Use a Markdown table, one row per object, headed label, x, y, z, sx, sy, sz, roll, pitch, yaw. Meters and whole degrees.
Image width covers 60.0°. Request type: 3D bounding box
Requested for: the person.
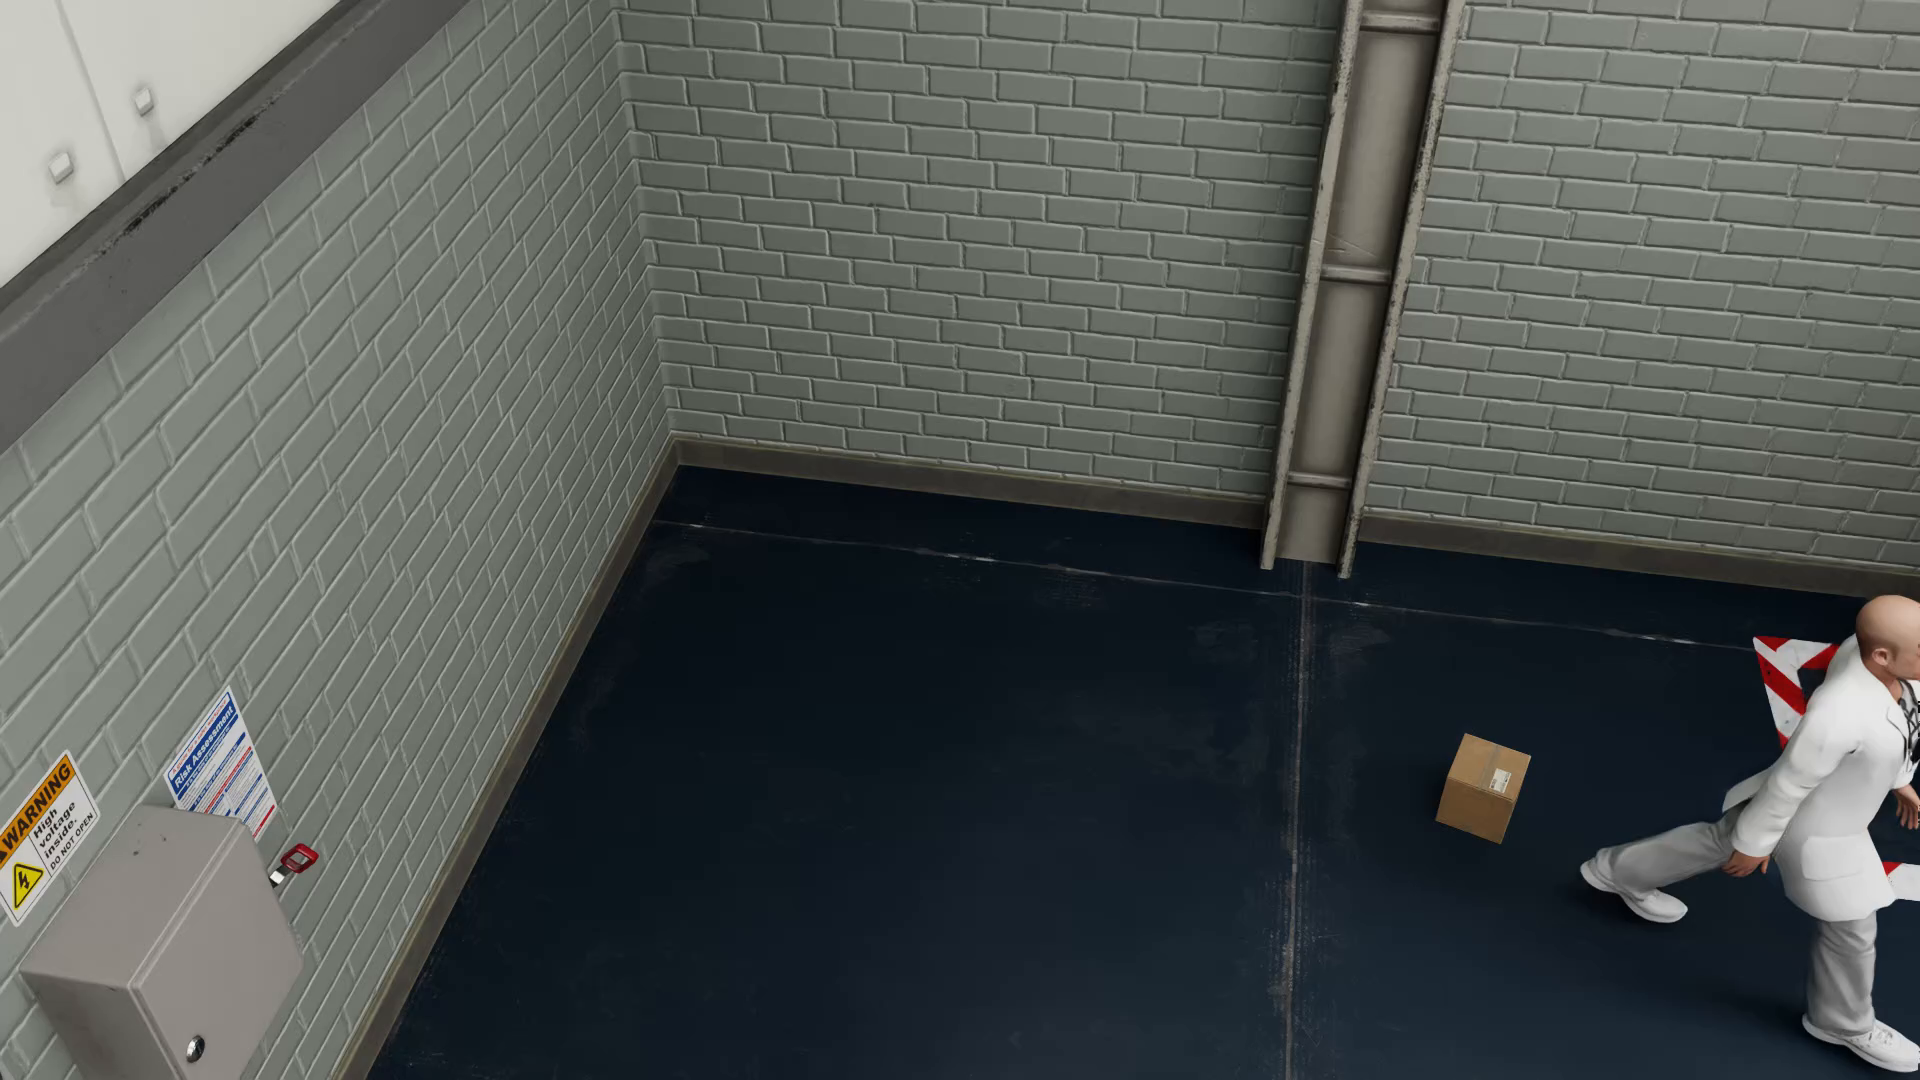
| label | x | y | z | sx | sy | sz | roll | pitch | yaw |
| --- | --- | --- | --- | --- | --- | --- | --- | --- | --- |
| person | 2.676 | 0.837 | 5.183 | 1.171 | 1.729 | 0.586 | 21 | 44 | 23 |
